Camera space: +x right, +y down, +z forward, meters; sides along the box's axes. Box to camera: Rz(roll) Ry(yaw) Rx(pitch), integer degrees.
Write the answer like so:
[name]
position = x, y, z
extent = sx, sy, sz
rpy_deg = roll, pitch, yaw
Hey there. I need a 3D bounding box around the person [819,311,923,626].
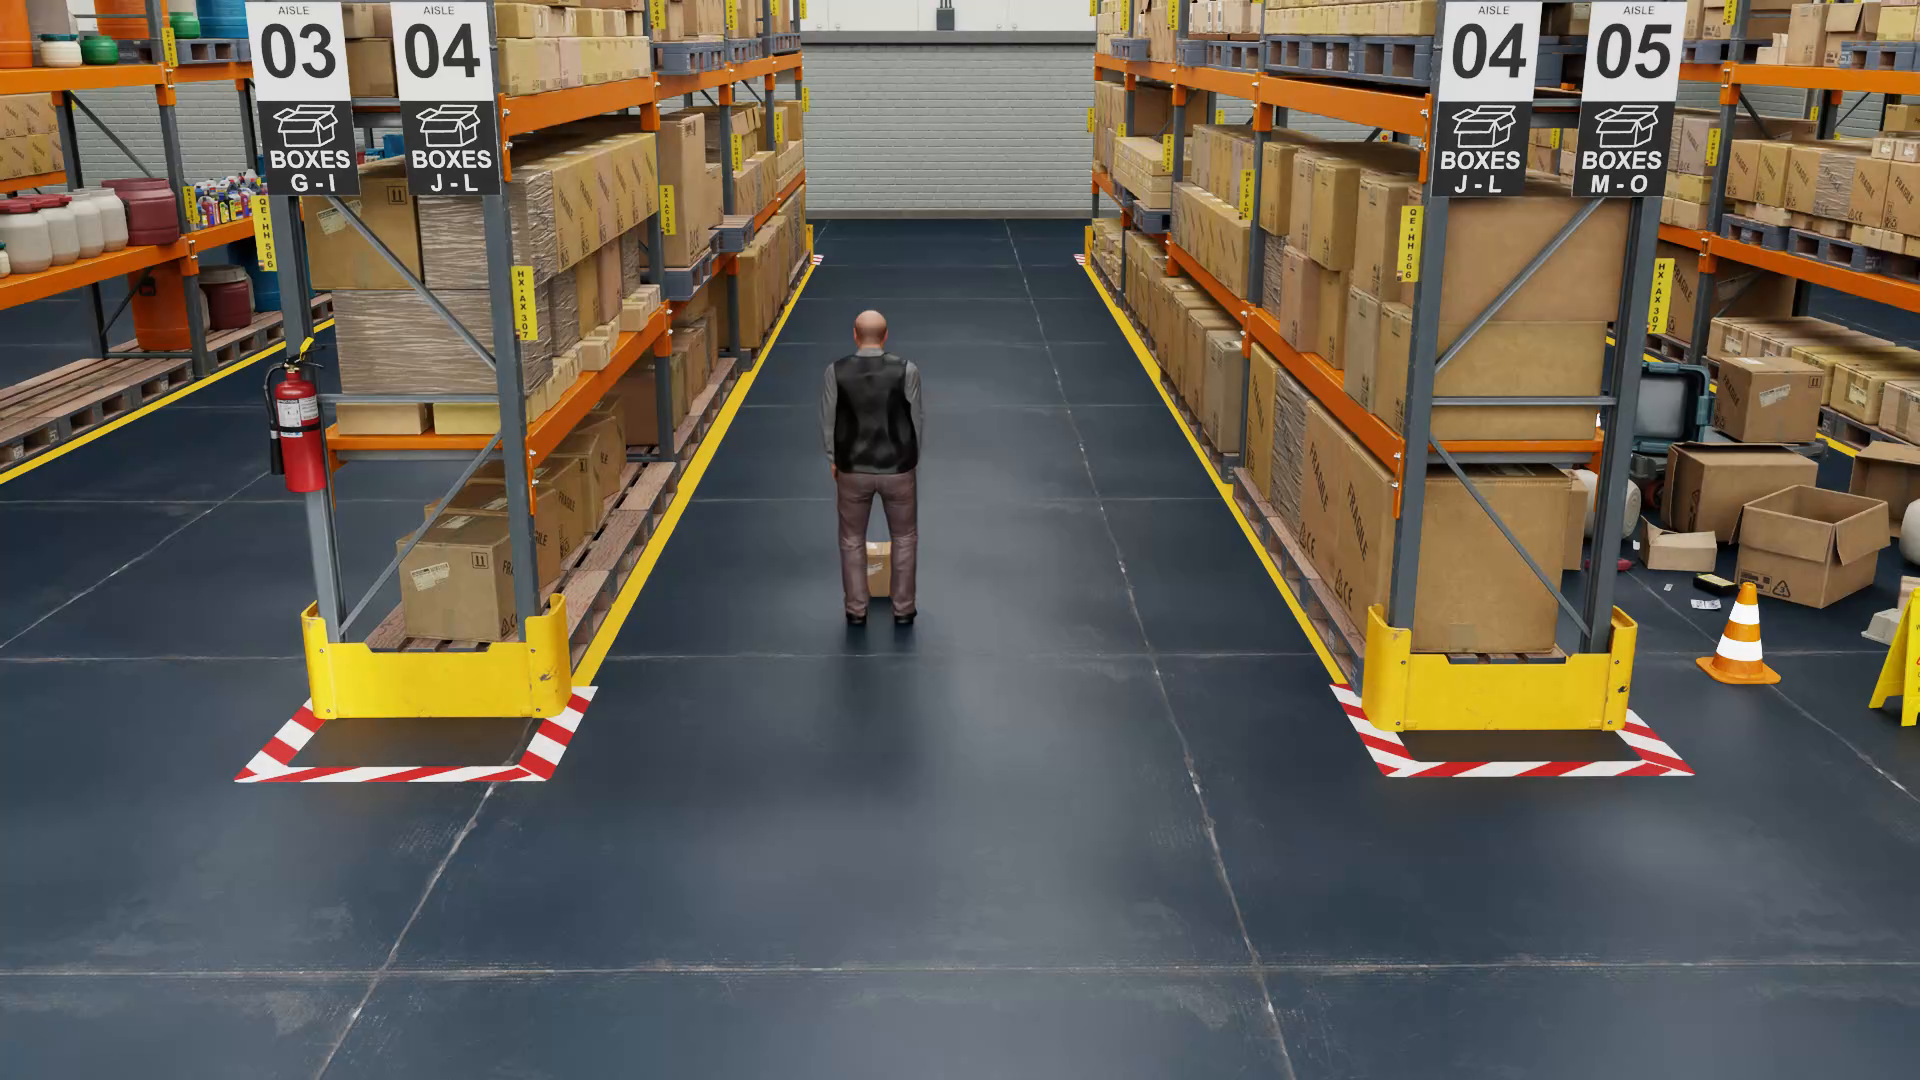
[person]
position = -0.469, -0.367, 8.866
extent = 0.552, 1.685, 0.403
rpy_deg = 0, 17, 1
